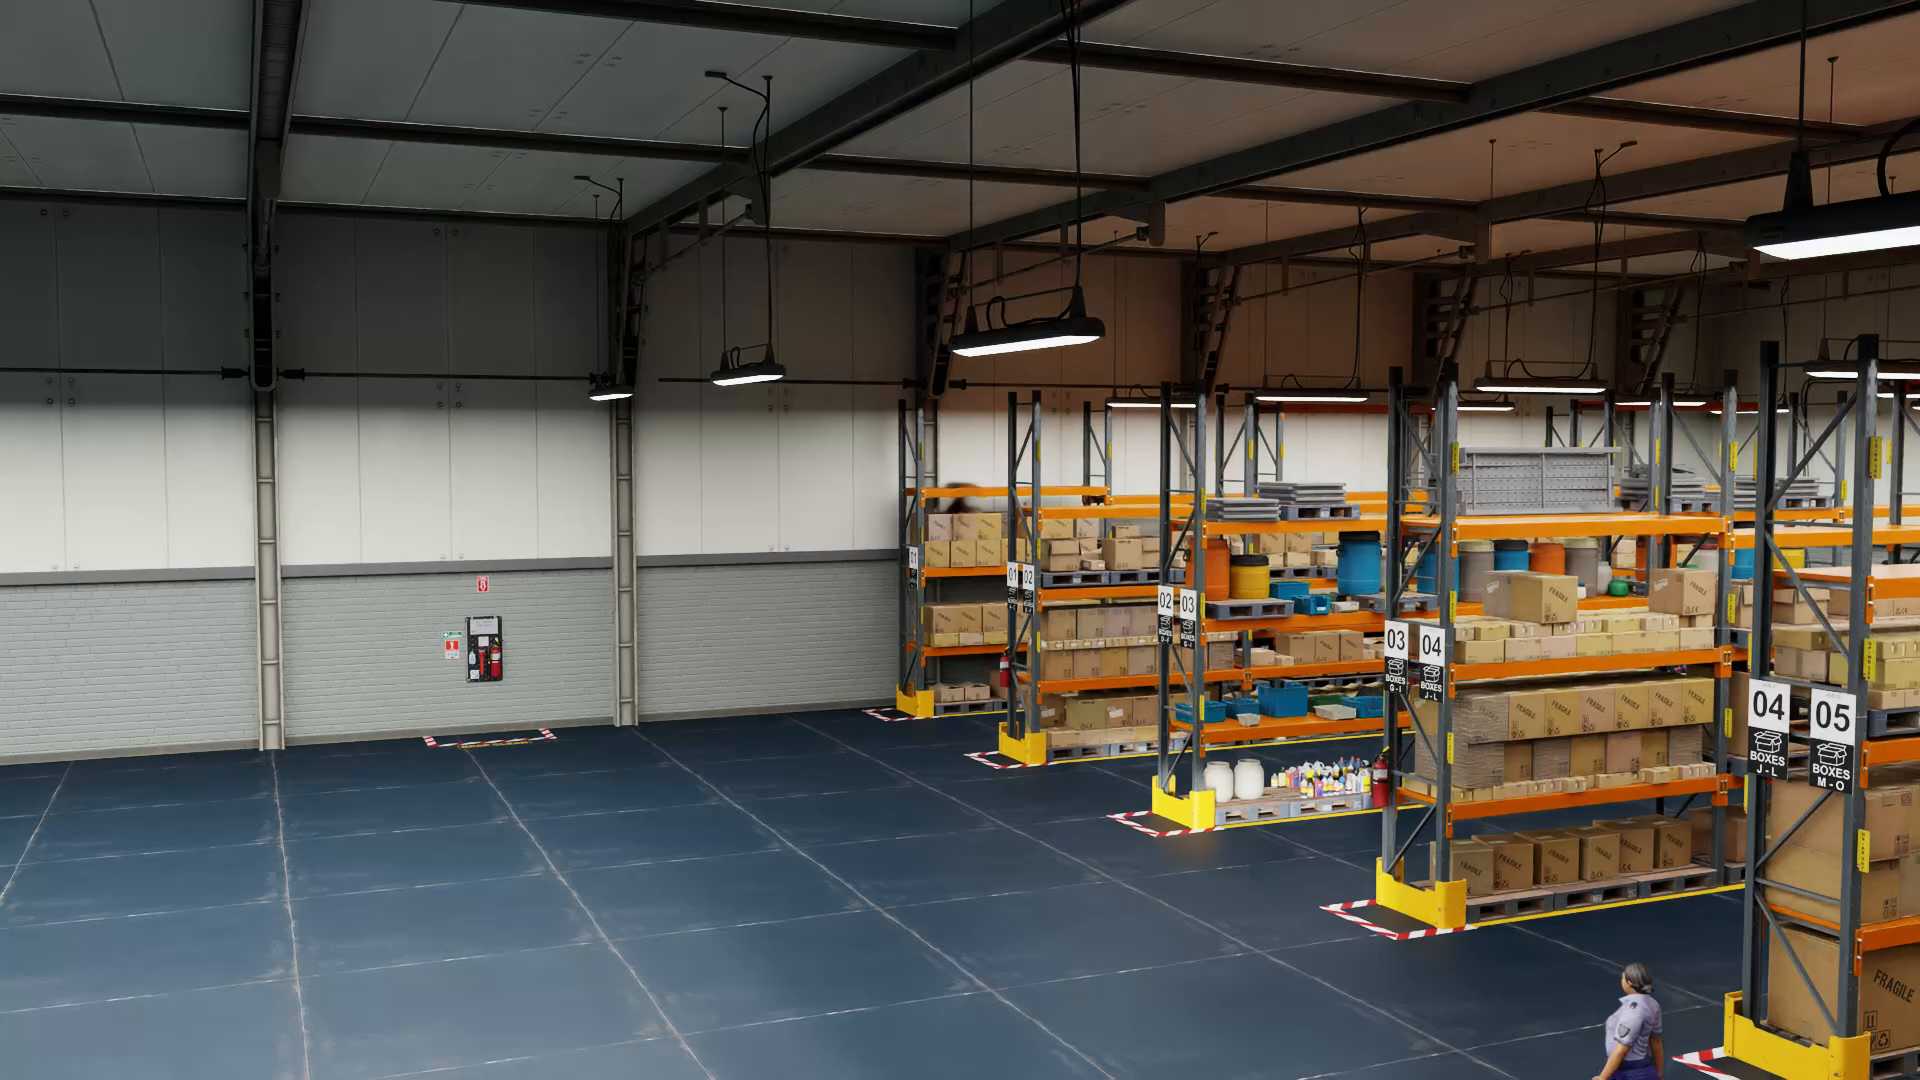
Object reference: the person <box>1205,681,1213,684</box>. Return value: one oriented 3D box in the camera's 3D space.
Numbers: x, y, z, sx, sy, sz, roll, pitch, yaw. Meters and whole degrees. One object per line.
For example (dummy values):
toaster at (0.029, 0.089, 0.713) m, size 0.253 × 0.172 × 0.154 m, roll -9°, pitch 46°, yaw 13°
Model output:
person at (4.606, 2.527, 31.299) m, size 0.939 × 1.599 × 0.526 m, roll -2°, pitch 4°, yaw -33°

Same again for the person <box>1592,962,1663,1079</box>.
person at (4.620, 3.682, 11.419) m, size 1.011 × 1.600 × 0.456 m, roll 0°, pitch 3°, yaw 4°
